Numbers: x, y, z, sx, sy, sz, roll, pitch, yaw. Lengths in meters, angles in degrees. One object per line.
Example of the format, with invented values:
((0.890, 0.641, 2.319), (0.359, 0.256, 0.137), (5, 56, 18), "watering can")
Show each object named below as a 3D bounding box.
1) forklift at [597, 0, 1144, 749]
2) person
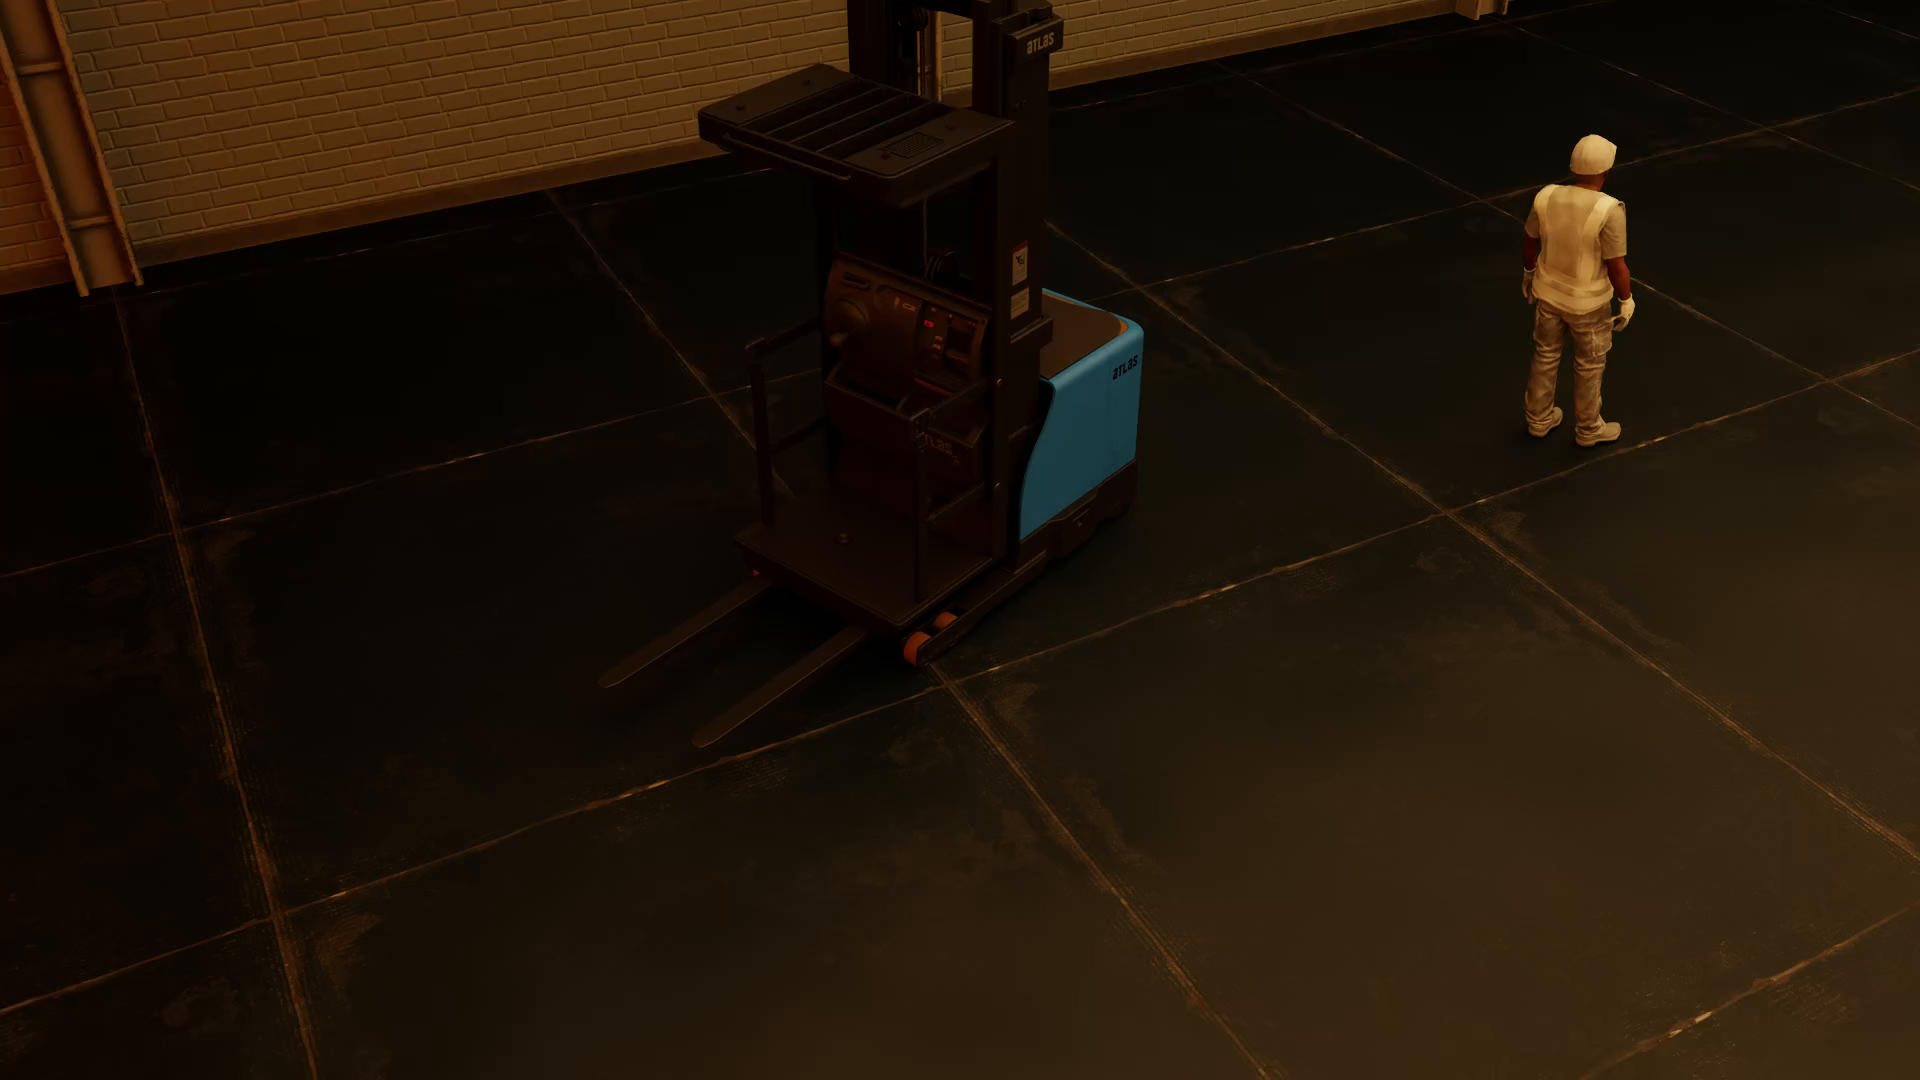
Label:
((-0.390, -0.927, 7.434), (1.130, 2.935, 3.031), (26, 43, 31), "forklift")
((3.374, -1.361, 9.030), (0.577, 1.782, 0.656), (-25, 42, -31), "person")
